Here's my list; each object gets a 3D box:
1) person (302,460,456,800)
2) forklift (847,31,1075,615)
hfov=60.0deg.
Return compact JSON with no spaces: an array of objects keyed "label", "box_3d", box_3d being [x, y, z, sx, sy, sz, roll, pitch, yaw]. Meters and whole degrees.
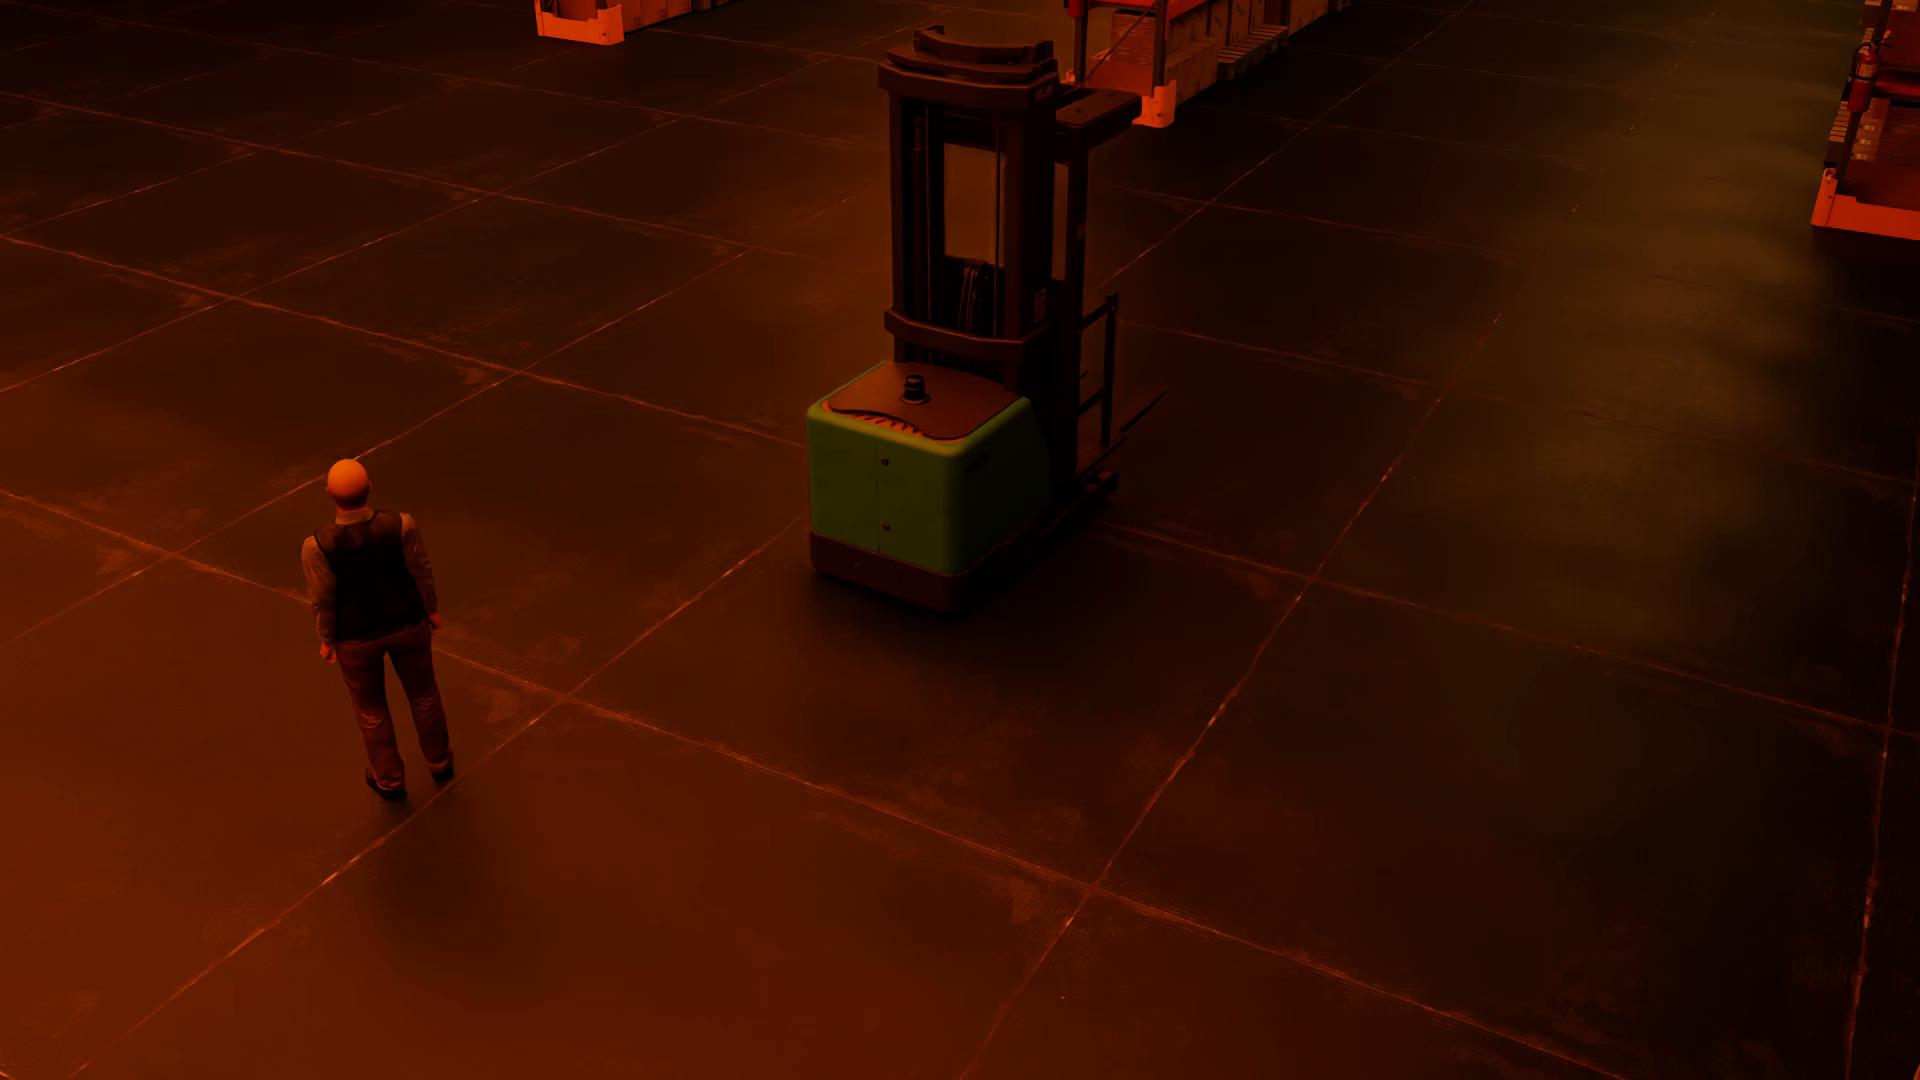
[{"label":"person","box_3d":[-2.653,0.404,7.581,0.527,1.725,0.365,-17,34,-27]},{"label":"forklift","box_3d":[0.072,-1.572,9.794,1.130,2.935,3.031,3,30,6]}]
